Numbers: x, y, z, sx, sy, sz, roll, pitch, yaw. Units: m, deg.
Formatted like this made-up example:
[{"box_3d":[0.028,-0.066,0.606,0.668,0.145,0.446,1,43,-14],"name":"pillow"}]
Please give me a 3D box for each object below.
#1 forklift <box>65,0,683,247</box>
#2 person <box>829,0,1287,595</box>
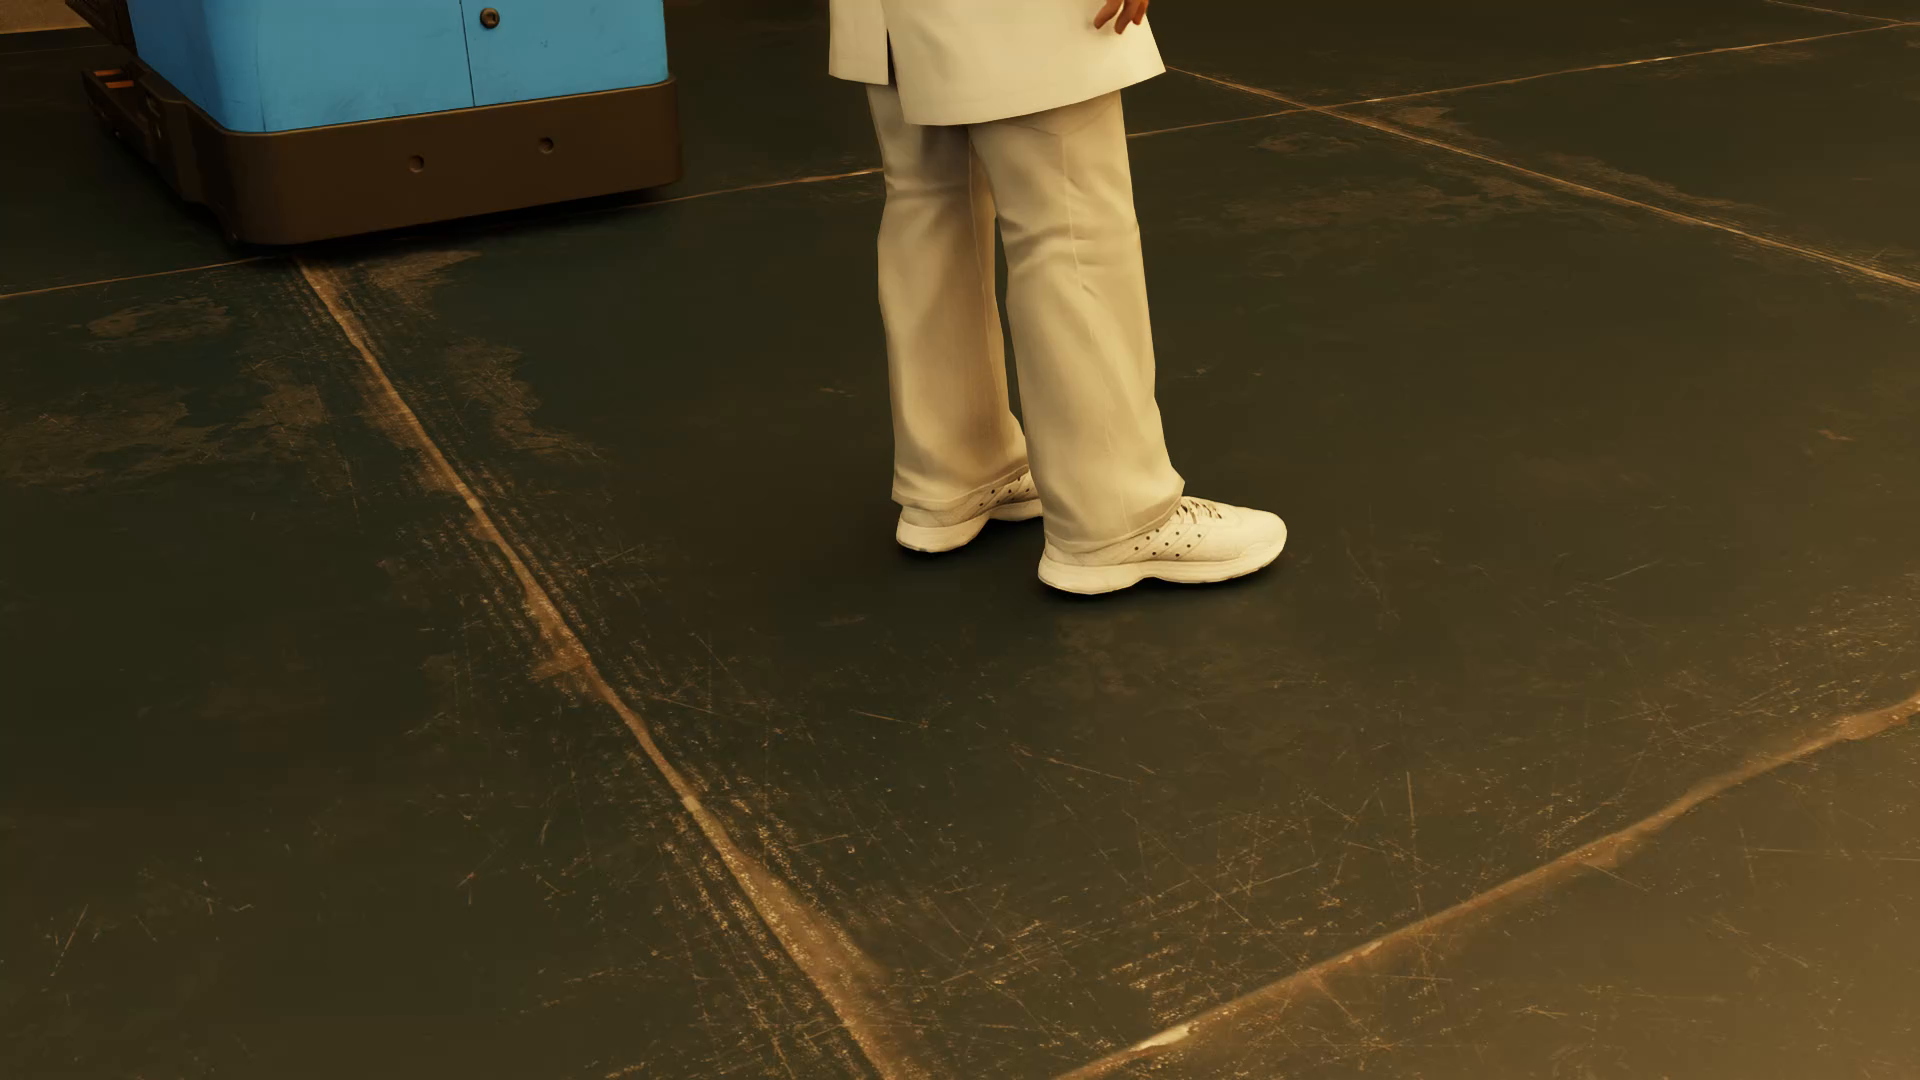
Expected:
[{"box_3d":[-1.923,-2.560,4.307,1.130,2.935,3.031,-17,31,-30],"name":"forklift"},{"box_3d":[0.081,-0.817,2.131,0.581,1.776,0.694,-15,30,-26],"name":"person"}]
